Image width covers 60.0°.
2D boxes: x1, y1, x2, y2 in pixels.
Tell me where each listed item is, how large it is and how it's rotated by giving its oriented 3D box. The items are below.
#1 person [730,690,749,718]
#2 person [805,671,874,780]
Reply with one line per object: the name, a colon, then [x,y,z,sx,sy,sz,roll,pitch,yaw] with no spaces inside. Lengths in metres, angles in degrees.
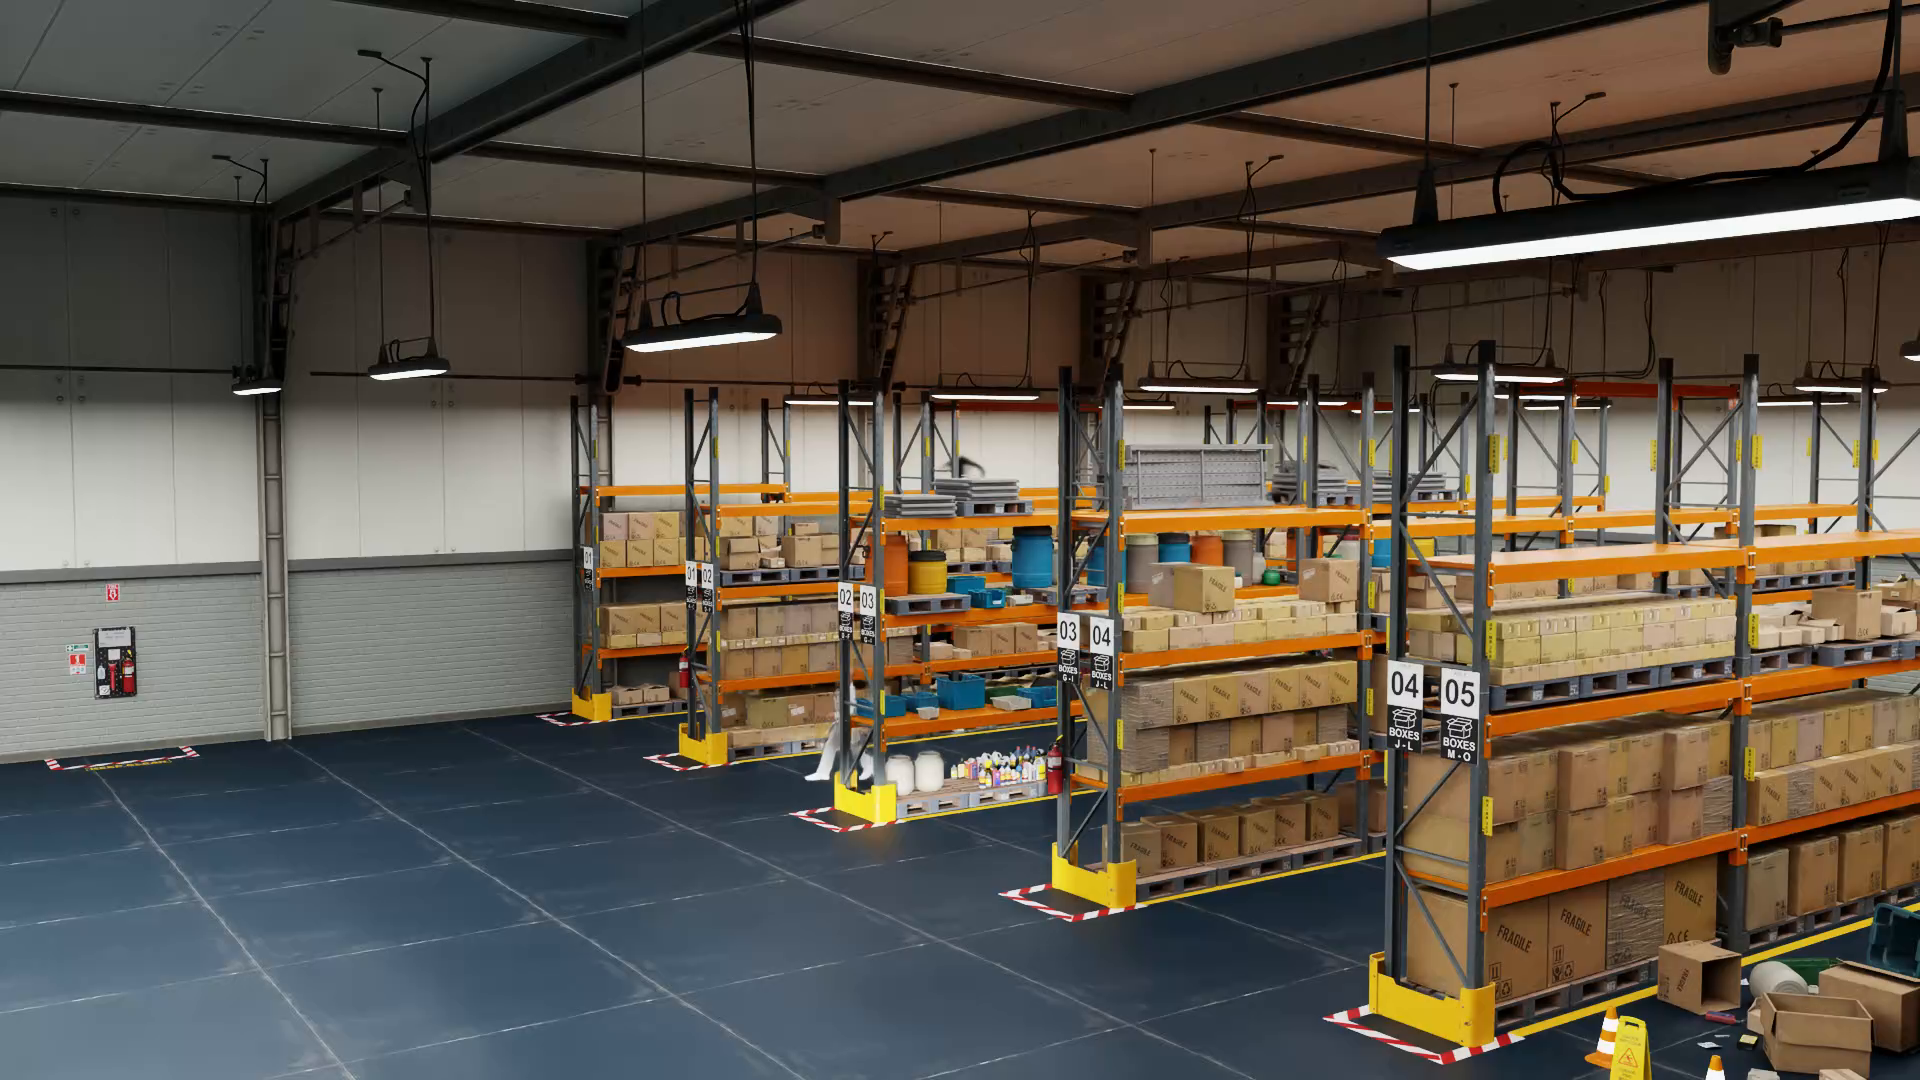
person: [-4.021,2.645,29.843,0.926,1.434,0.604,-2,4,-31]
person: [-1.698,2.757,24.747,1.120,1.724,0.732,-1,4,-21]
